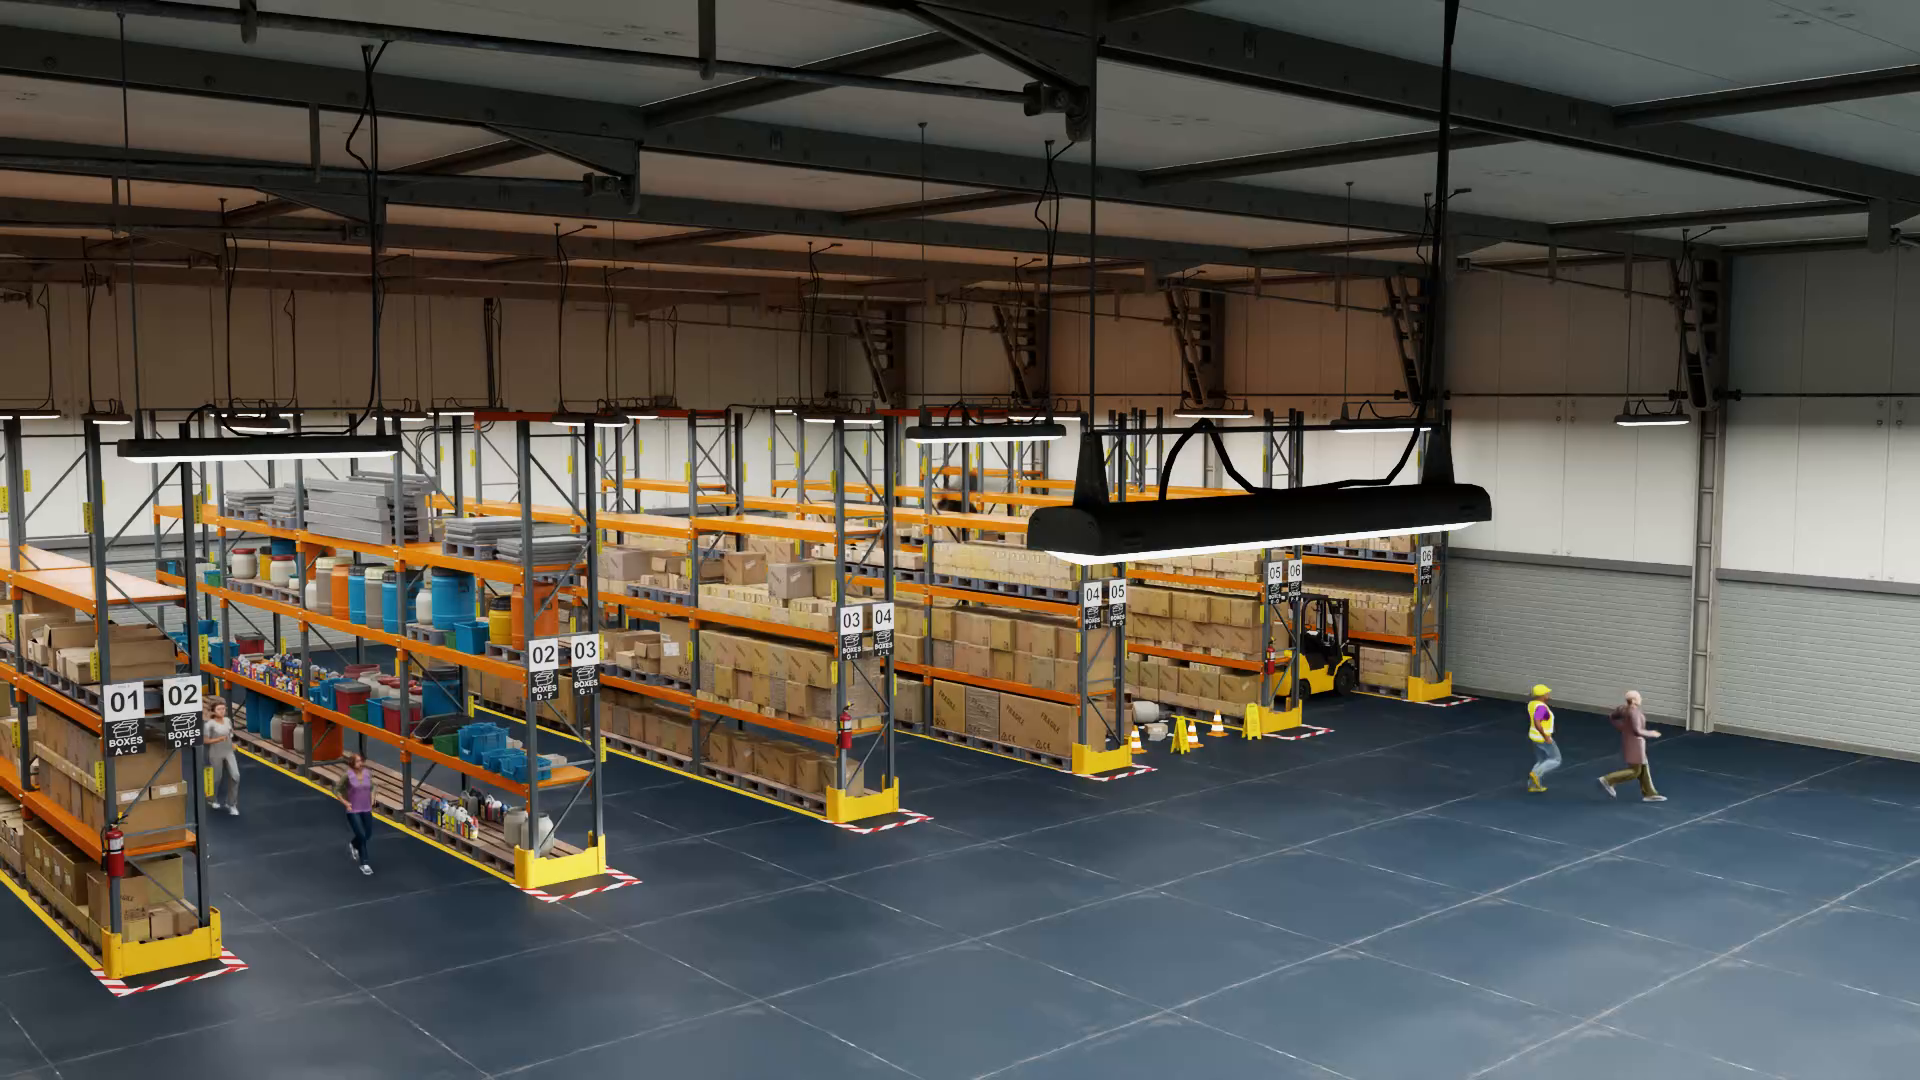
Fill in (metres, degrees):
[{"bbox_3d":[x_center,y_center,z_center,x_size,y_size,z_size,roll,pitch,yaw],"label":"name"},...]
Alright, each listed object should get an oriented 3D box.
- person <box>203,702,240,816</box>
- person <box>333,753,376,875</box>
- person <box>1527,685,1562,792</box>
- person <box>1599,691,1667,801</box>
[{"bbox_3d":[-11.149,3.292,25.090,0.716,1.723,0.547,4,7,41],"label":"person"},{"bbox_3d":[-8.019,3.606,22.081,0.681,1.588,0.548,5,7,44],"label":"person"},{"bbox_3d":[9.273,3.150,26.387,0.586,1.723,0.691,0,5,-4],"label":"person"},{"bbox_3d":[10.415,3.189,25.707,1.079,1.742,0.724,0,5,3],"label":"person"}]
